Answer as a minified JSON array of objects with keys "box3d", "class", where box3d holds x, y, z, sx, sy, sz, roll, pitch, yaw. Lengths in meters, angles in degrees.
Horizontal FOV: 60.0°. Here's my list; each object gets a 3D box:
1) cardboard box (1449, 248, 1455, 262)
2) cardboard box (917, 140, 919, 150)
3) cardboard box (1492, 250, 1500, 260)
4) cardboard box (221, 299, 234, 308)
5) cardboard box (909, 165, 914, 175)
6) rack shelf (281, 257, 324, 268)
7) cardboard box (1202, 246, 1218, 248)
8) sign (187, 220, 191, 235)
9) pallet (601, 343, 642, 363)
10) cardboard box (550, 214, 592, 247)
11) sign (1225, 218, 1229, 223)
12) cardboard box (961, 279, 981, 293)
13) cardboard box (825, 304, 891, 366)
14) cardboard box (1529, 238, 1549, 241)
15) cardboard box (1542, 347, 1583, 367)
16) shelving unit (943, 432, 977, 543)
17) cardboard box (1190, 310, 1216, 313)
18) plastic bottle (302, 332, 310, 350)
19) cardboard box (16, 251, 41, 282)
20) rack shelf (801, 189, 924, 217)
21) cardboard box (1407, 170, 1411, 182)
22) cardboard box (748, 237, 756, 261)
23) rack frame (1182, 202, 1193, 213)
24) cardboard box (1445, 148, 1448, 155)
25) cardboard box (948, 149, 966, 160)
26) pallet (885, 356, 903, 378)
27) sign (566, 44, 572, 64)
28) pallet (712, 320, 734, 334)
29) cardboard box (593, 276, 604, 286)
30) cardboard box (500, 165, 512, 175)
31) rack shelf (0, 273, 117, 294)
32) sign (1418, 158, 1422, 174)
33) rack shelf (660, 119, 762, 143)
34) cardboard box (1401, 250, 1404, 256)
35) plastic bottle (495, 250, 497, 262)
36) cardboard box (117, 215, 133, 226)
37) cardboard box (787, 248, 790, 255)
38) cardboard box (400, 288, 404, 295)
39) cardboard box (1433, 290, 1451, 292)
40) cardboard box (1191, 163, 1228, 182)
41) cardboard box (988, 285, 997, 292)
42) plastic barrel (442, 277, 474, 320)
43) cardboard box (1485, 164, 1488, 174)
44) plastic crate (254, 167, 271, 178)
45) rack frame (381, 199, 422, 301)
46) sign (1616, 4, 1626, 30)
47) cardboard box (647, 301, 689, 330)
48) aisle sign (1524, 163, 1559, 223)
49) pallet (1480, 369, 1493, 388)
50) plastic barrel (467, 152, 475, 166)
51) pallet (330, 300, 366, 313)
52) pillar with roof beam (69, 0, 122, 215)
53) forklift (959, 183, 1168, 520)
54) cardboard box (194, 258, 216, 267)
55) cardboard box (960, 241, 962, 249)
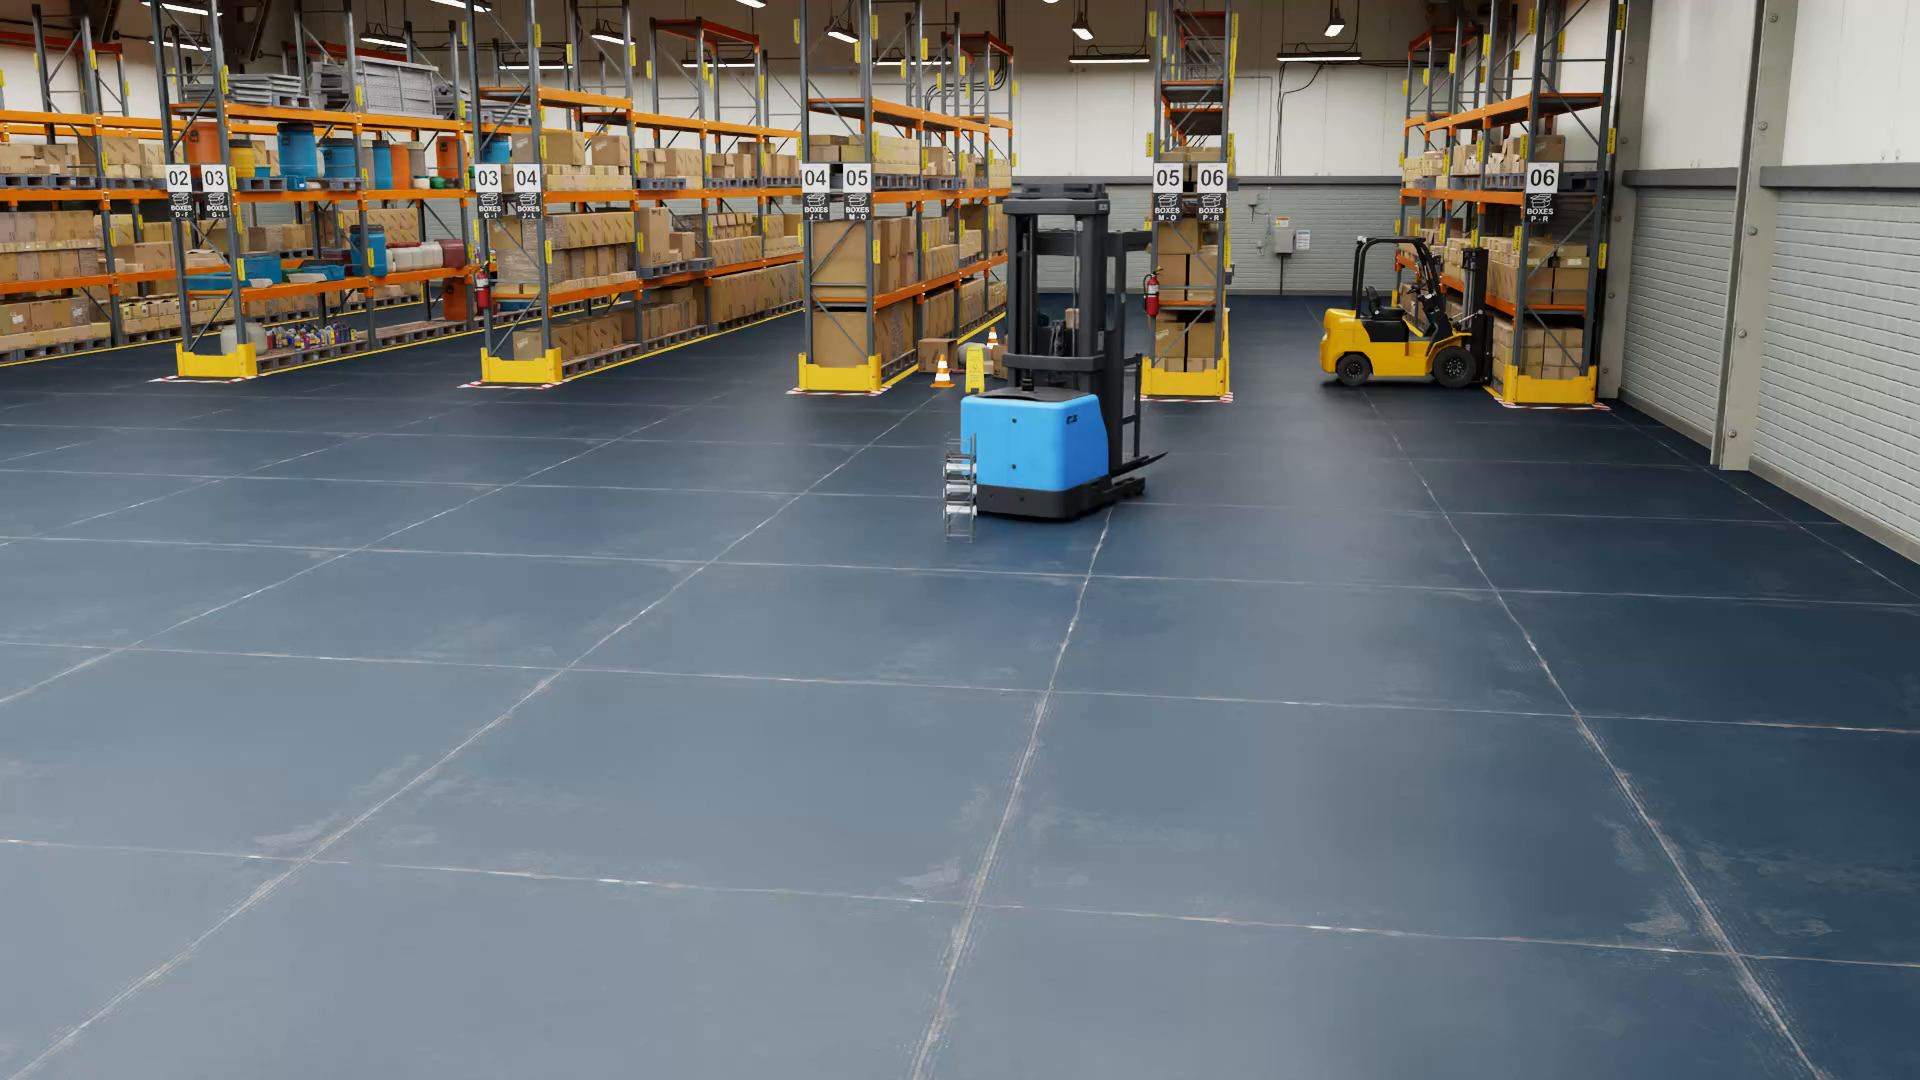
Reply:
[{"box3d":[8.915,-5.020,29.337,0.500,0.250,0.500,2,12,10],"class":"cardboard box"},{"box3d":[-0.865,-6.406,26.945,0.380,0.149,0.250,2,12,8],"class":"cardboard box"},{"box3d":[8.154,-4.248,24.806,0.380,0.149,0.250,1,12,7],"class":"cardboard box"},{"box3d":[-15.019,-4.859,33.618,0.500,0.311,0.500,2,12,10],"class":"cardboard box"},{"box3d":[-0.941,-5.910,26.537,0.380,0.149,0.250,2,12,10],"class":"cardboard box"},{"box3d":[-14.874,-5.905,35.983,1.077,0.370,4.000,2,12,9],"class":"rack shelf"},{"box3d":[3.888,-4.352,26.122,0.500,0.500,0.500,2,12,11],"class":"cardboard box"},{"box3d":[-15.720,-6.384,33.934,0.100,0.325,0.005,2,12,9],"class":"sign"},{"box3d":[-6.078,-3.182,28.258,1.003,0.211,1.213,2,12,9],"class":"pallet"},{"box3d":[-6.111,-4.850,26.063,0.500,0.500,0.500,2,12,9],"class":"cardboard box"},{"box3d":[5.551,-6.542,34.670,0.100,0.325,0.005,2,12,9],"class":"sign"},{"box3d":[0.150,-5.250,34.391,0.500,0.250,0.500,2,12,11],"class":"cardboard box"},{"box3d":[-1.567,-3.165,25.606,0.875,0.875,0.875,2,12,8],"class":"cardboard box"},{"box3d":[8.831,-4.534,25.428,0.380,0.149,0.250,2,12,8],"class":"cardboard box"},{"box3d":[8.350,-2.569,23.138,0.500,0.250,0.500,2,12,10],"class":"cardboard box"},{"box3d":[0.001,-0.442,13.906,0.258,0.900,0.210,2,12,9],"class":"shelving unit"},{"box3d":[3.881,-3.355,26.191,0.500,0.500,0.500,2,12,10],"class":"cardboard box"},{"box3d":[-10.879,-3.315,27.659,0.061,0.283,0.133,2,12,10],"class":"plastic bottle"},{"box3d":[-16.092,-4.643,28.182,0.700,0.500,0.500,2,12,10],"class":"cardboard box"},{"box3d":[-1.431,-5.203,25.603,1.077,0.370,4.000,2,12,9],"class":"rack shelf"},{"box3d":[10.047,-7.945,36.271,0.500,0.250,0.500,2,12,7],"class":"cardboard box"},{"box3d":[-4.664,-6.191,35.366,0.500,0.500,0.500,2,12,10],"class":"cardboard box"},{"box3d":[5.013,-6.030,34.856,1.000,3.000,0.127,2,12,9],"class":"rack frame"},{"box3d":[9.939,-7.750,33.388,0.396,0.266,0.258,2,12,8],"class":"cardboard box"},{"box3d":[-0.095,-7.409,32.079,0.396,0.266,0.258,2,12,9],"class":"cardboard box"},{"box3d":[-1.503,-2.731,26.164,1.003,0.211,1.213,2,12,9],"class":"pallet"},{"box3d":[-6.558,-8.170,27.949,0.100,0.325,0.005,2,12,9],"class":"sign"},{"box3d":[-5.198,-4.317,33.526,1.003,0.211,1.213,2,12,9],"class":"pallet"},{"box3d":[-5.997,-4.197,26.946,0.380,0.149,0.250,2,12,9],"class":"cardboard box"},{"box3d":[-6.890,-5.509,24.728,0.380,0.149,0.250,2,12,9],"class":"cardboard box"},{"box3d":[-16.105,-4.240,28.255,1.077,0.370,4.000,2,12,9],"class":"rack shelf"},{"box3d":[9.381,-7.605,33.817,0.100,0.325,0.005,2,12,9],"class":"sign"},{"box3d":[-5.086,-8.321,33.900,1.077,0.370,4.000,2,12,9],"class":"rack shelf"},{"box3d":[10.212,-6.521,37.727,0.380,0.149,0.250,2,12,8],"class":"cardboard box"},{"box3d":[-9.679,-5.941,34.718,0.061,0.283,0.133,2,12,9],"class":"plastic bottle"},{"box3d":[-19.281,-7.298,37.967,0.500,0.250,0.500,2,12,10],"class":"cardboard box"},{"box3d":[-4.128,-6.658,38.366,0.380,0.149,0.250,2,12,10],"class":"cardboard box"},{"box3d":[-13.943,-6.133,41.015,0.380,0.166,0.250,2,12,9],"class":"cardboard box"},{"box3d":[9.462,-4.831,32.687,0.380,0.149,0.250,2,12,11],"class":"cardboard box"},{"box3d":[3.508,-5.167,23.379,0.500,0.250,0.500,2,12,8],"class":"cardboard box"},{"box3d":[0.630,-5.662,37.503,0.380,0.149,0.250,2,12,9],"class":"cardboard box"},{"box3d":[-10.230,-4.926,33.886,0.600,0.830,0.708,2,12,9],"class":"plastic barrel"},{"box3d":[8.319,-5.719,25.654,0.380,0.149,0.250,2,12,10],"class":"cardboard box"},{"box3d":[-11.523,-5.879,27.072,0.392,0.384,0.575,2,12,9],"class":"plastic crate"},{"box3d":[-13.952,-7.506,41.702,1.000,3.000,0.127,2,12,9],"class":"rack frame"},{"box3d":[8.620,-6.820,21.685,0.100,0.325,0.005,2,12,9],"class":"sign"},{"box3d":[-5.550,-4.256,31.511,0.700,0.500,0.500,1,12,4],"class":"cardboard box"},{"box3d":[7.773,-4.639,22.229,0.394,0.787,0.004,2,12,9],"class":"aisle sign"},{"box3d":[8.339,-2.423,24.736,1.003,0.211,1.213,2,12,9],"class":"pallet"},{"box3d":[-10.164,-7.791,34.587,0.433,0.535,0.433,0,12,0],"class":"plastic barrel"},{"box3d":[-14.460,-5.453,38.796,1.003,0.211,1.213,2,12,9],"class":"pallet"},{"box3d":[-15.955,-9.800,38.107,9.100,9.000,0.548,2,12,9],"class":"pillar with roof beam"},{"box3d":[1.135,-1.878,15.749,1.130,2.935,3.031,6,14,28],"class":"forklift"},{"box3d":[-15.047,-5.522,33.091,0.380,0.149,0.250,2,12,9],"class":"cardboard box"},{"box3d":[-0.158,-5.771,32.547,0.380,0.149,0.250,1,12,7],"class":"cardboard box"}]
